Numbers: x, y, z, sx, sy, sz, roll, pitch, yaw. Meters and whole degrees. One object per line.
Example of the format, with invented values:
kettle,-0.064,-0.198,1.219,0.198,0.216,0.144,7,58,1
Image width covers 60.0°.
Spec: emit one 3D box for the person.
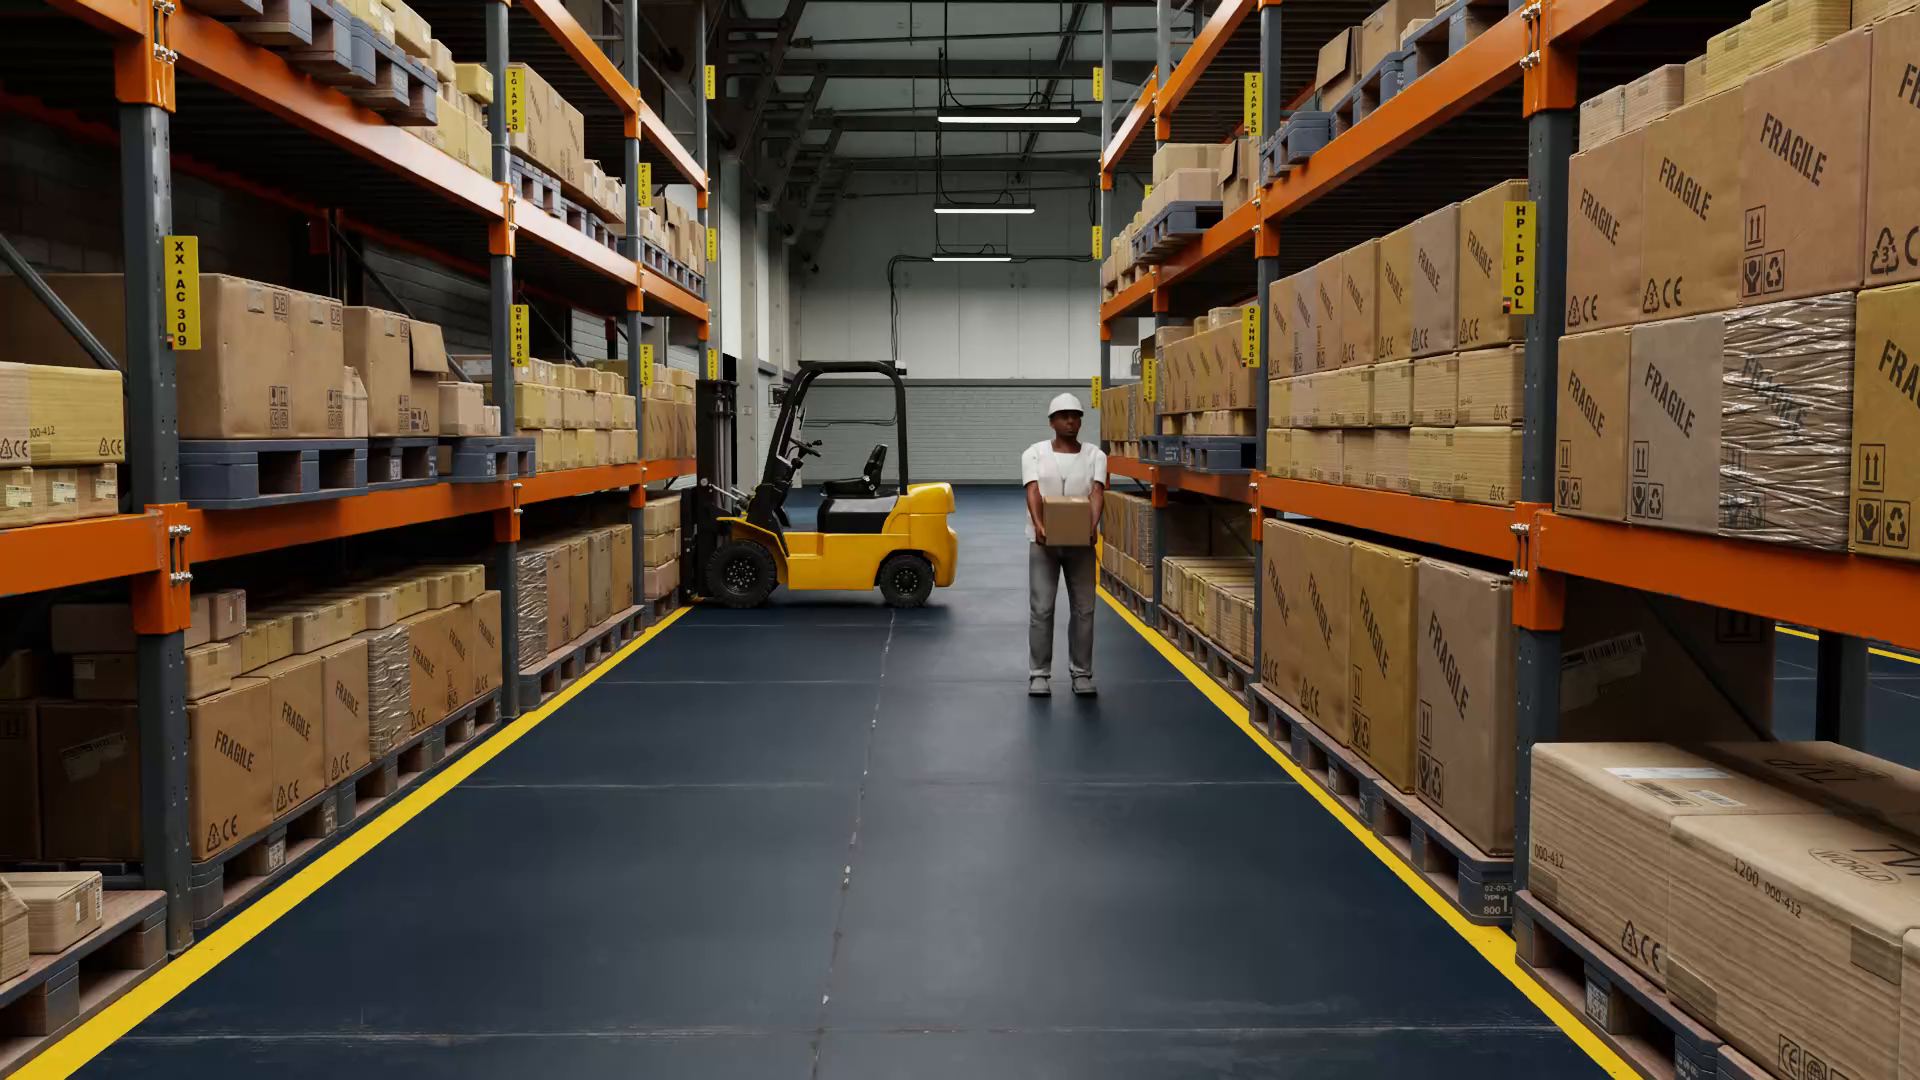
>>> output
person,0.618,0.028,9.674,0.504,1.760,0.586,0,4,-2
